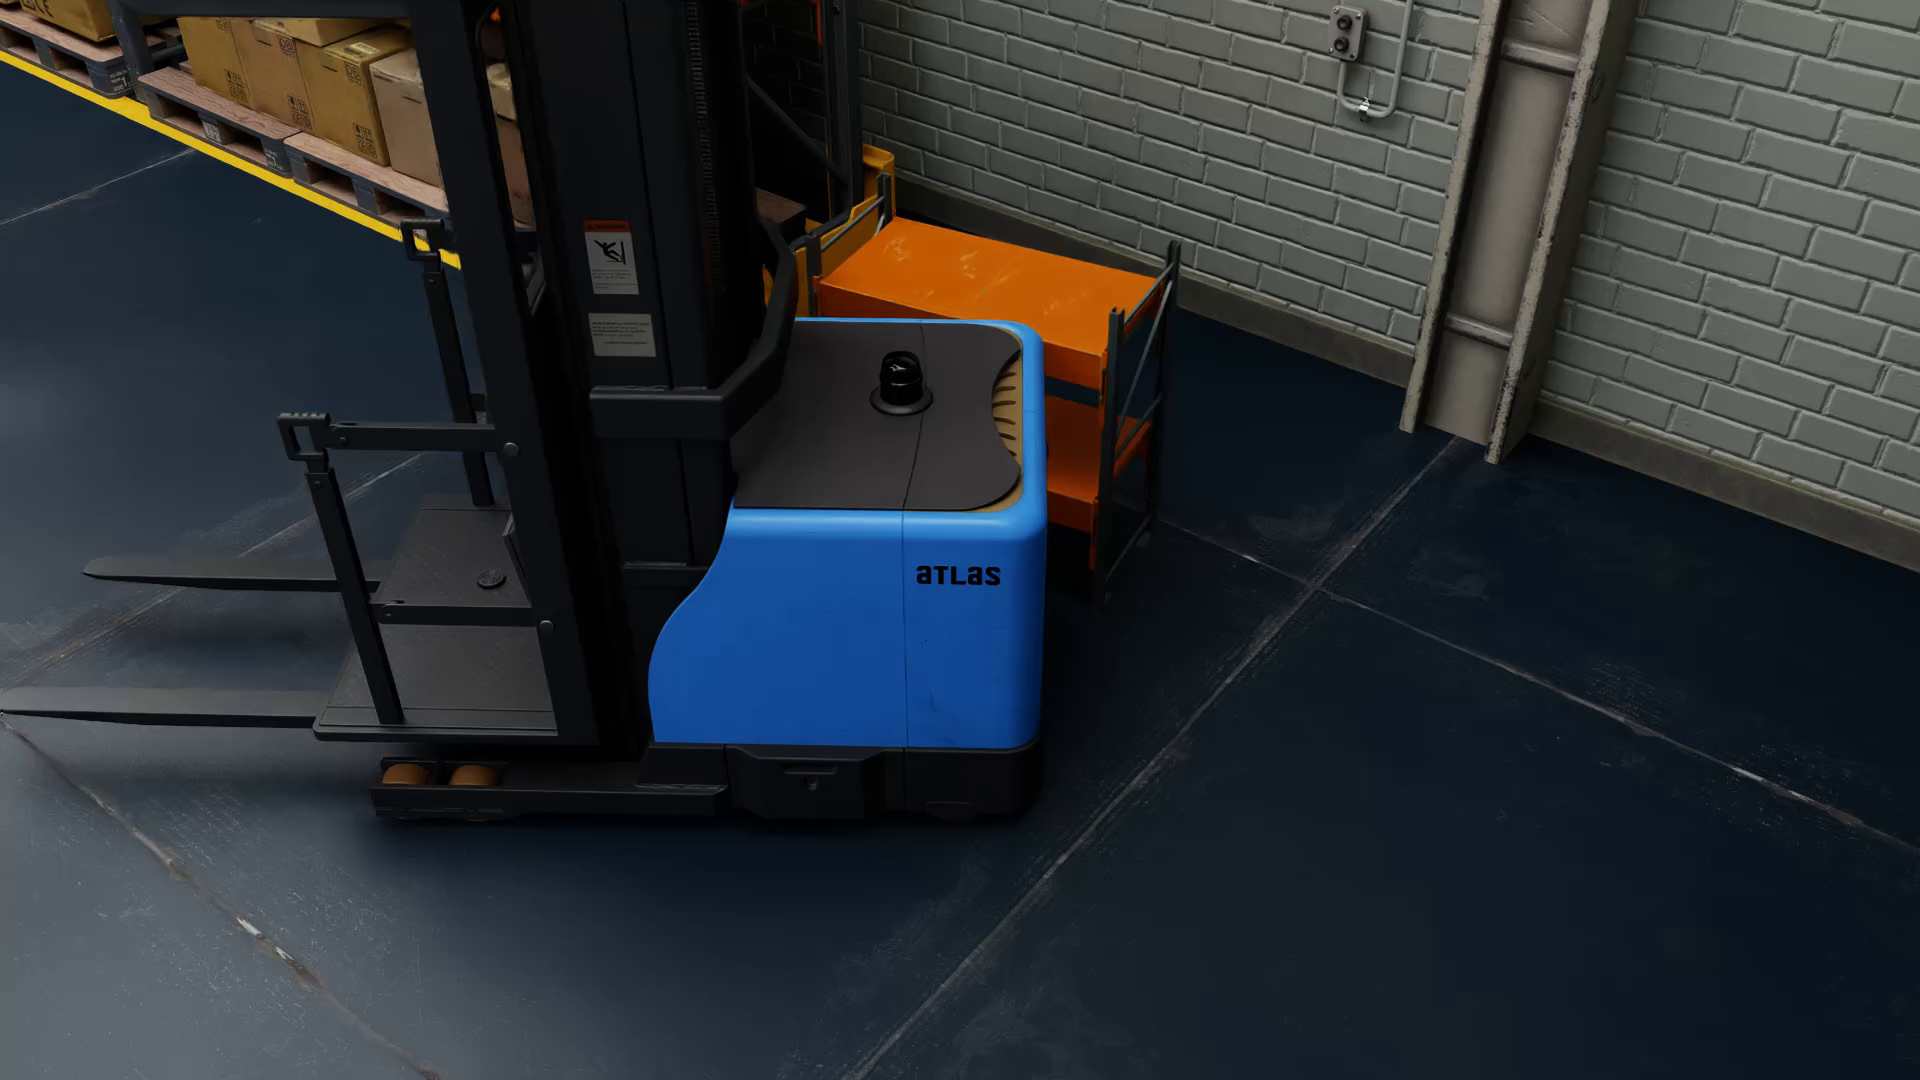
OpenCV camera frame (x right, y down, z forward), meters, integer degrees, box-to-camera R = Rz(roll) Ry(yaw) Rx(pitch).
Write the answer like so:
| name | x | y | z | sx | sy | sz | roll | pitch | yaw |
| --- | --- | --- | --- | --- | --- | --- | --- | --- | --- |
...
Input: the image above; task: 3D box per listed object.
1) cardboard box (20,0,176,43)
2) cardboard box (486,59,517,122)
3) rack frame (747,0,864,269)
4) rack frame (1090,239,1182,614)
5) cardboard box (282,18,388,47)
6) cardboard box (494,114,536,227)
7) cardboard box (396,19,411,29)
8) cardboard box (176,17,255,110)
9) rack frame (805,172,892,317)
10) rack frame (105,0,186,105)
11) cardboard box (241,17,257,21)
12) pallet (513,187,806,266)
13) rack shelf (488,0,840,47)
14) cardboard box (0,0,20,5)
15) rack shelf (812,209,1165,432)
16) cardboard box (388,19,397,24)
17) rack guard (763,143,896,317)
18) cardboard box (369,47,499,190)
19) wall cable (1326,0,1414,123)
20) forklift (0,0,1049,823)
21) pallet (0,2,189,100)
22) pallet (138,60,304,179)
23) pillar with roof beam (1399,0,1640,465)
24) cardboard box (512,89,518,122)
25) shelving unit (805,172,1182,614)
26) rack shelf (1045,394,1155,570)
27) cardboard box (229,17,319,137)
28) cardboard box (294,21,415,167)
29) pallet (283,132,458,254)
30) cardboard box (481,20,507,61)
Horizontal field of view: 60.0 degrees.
| name | x | y | z | sx | sy | sz | roll | pitch | yaw |
| --- | --- | --- | --- | --- | --- | --- | --- | --- | --- |
| cardboard box | -4.533 | -3.189 | 8.793 | 0.750 | 0.750 | 0.750 | 26 | 45 | 29 |
| cardboard box | -1.793 | -1.896 | 6.900 | 0.250 | 0.149 | 0.380 | 26 | 45 | 30 |
| rack frame | -0.760 | -2.192 | 6.117 | 0.127 | 3.000 | 1.000 | 25 | 45 | 29 |
| rack frame | 0.554 | -0.342 | 5.274 | 0.032 | 1.125 | 0.500 | 17 | 41 | 21 |
| cardboard box | -2.830 | -2.384 | 7.522 | 0.250 | 0.149 | 0.380 | 24 | 44 | 27 |
| cardboard box | -1.775 | -1.774 | 7.270 | 0.500 | 0.500 | 0.700 | 25 | 45 | 28 |
| cardboard box | -2.365 | -2.462 | 7.622 | 0.250 | 0.149 | 0.380 | 24 | 44 | 28 |
| cardboard box | -3.406 | -2.541 | 8.250 | 0.500 | 0.500 | 0.700 | 26 | 45 | 29 |
| rack frame | -0.353 | -0.625 | 5.636 | 0.032 | 1.125 | 0.500 | 17 | 41 | 21 |
| rack frame | -3.938 | -3.690 | 8.030 | 0.127 | 3.000 | 1.000 | 25 | 45 | 29 |
| cardboard box | -3.245 | -2.579 | 7.772 | 0.250 | 0.149 | 0.380 | 27 | 45 | 30 |
| pallet | -1.443 | -1.355 | 7.310 | 1.213 | 0.211 | 1.003 | 25 | 45 | 29 |
| rack shelf | -2.349 | -2.658 | 7.295 | 4.000 | 0.370 | 1.077 | 25 | 45 | 29 |
| cardboard box | -5.241 | -3.521 | 9.217 | 0.750 | 0.750 | 0.750 | 27 | 45 | 30 |
| rack shelf | 0.100 | -0.714 | 5.275 | 1.000 | 0.278 | 0.538 | 17 | 41 | 21 |
| cardboard box | -2.571 | -2.558 | 7.745 | 0.250 | 0.149 | 0.380 | 26 | 45 | 29 |
| rack guard | -0.741 | -1.199 | 6.876 | 0.348 | 0.500 | 1.175 | 25 | 45 | 29 |
| cardboard box | -2.175 | -1.962 | 7.510 | 0.500 | 0.500 | 0.700 | 24 | 44 | 27 |
| wall cable | 0.831 | -2.576 | 5.783 | 1.851 | 1.984 | 0.084 | 25 | 45 | 29 |
| forklift | -1.271 | -0.680 | 4.240 | 3.031 | 2.935 | 1.130 | 1 | 38 | 1 |
| pallet | -4.596 | -2.844 | 9.212 | 1.213 | 0.211 | 1.003 | 25 | 45 | 29 |
| pallet | -3.381 | -2.269 | 8.477 | 1.213 | 0.211 | 1.003 | 25 | 45 | 29 |
| pillar with roof beam | -0.706 | -1.859 | 0.825 | 0.400 | 9.000 | 9.100 | 25 | 45 | 29 |
| cardboard box | -1.590 | -1.801 | 6.778 | 0.250 | 0.149 | 0.380 | 25 | 44 | 28 |
| shelving unit | 0.100 | -0.484 | 5.455 | 1.048 | 1.125 | 0.538 | 17 | 41 | 21 |
| rack shelf | 0.100 | -0.291 | 5.606 | 1.000 | 0.278 | 0.538 | 17 | 41 | 21 |
| cardboard box | -3.009 | -2.351 | 8.007 | 0.500 | 0.500 | 0.700 | 25 | 44 | 28 |
| cardboard box | -2.602 | -2.158 | 7.760 | 0.500 | 0.500 | 0.700 | 26 | 45 | 30 |
| pallet | -2.408 | -1.813 | 7.894 | 1.213 | 0.211 | 1.003 | 25 | 45 | 29 |
| cardboard box | -1.960 | -2.271 | 7.379 | 0.250 | 0.149 | 0.380 | 26 | 45 | 29 |
